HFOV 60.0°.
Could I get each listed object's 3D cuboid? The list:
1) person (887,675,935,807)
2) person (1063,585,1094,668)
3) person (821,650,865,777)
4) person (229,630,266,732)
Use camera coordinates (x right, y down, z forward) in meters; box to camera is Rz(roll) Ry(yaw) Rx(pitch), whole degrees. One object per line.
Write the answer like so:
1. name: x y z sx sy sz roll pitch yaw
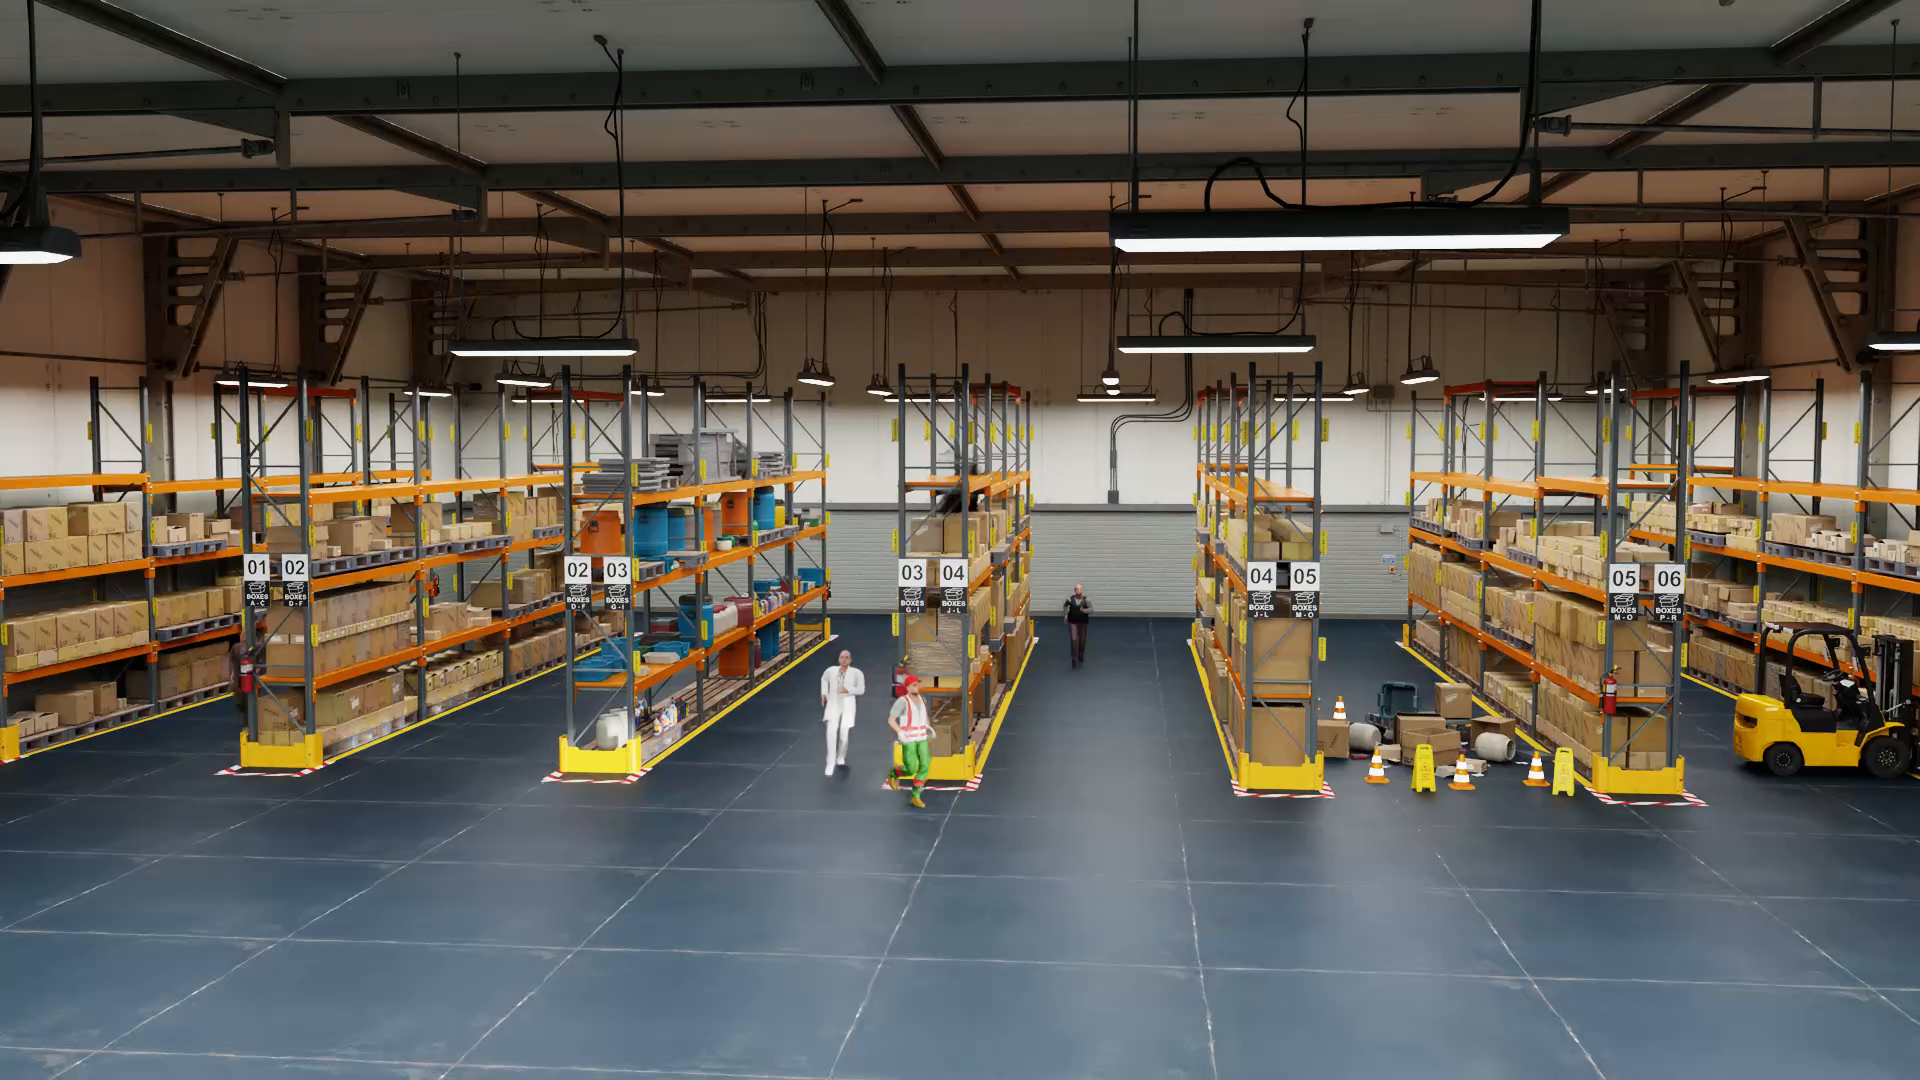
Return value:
1. person: -0.660 2.697 22.514 0.673 1.759 0.710 -3 5 -40
2. person: 2.543 1.828 35.746 0.644 1.740 0.916 0 4 0
3. person: -1.747 2.583 24.642 0.666 1.721 0.842 0 4 0
4. person: -11.943 2.346 27.937 0.705 1.750 0.687 0 4 -3
